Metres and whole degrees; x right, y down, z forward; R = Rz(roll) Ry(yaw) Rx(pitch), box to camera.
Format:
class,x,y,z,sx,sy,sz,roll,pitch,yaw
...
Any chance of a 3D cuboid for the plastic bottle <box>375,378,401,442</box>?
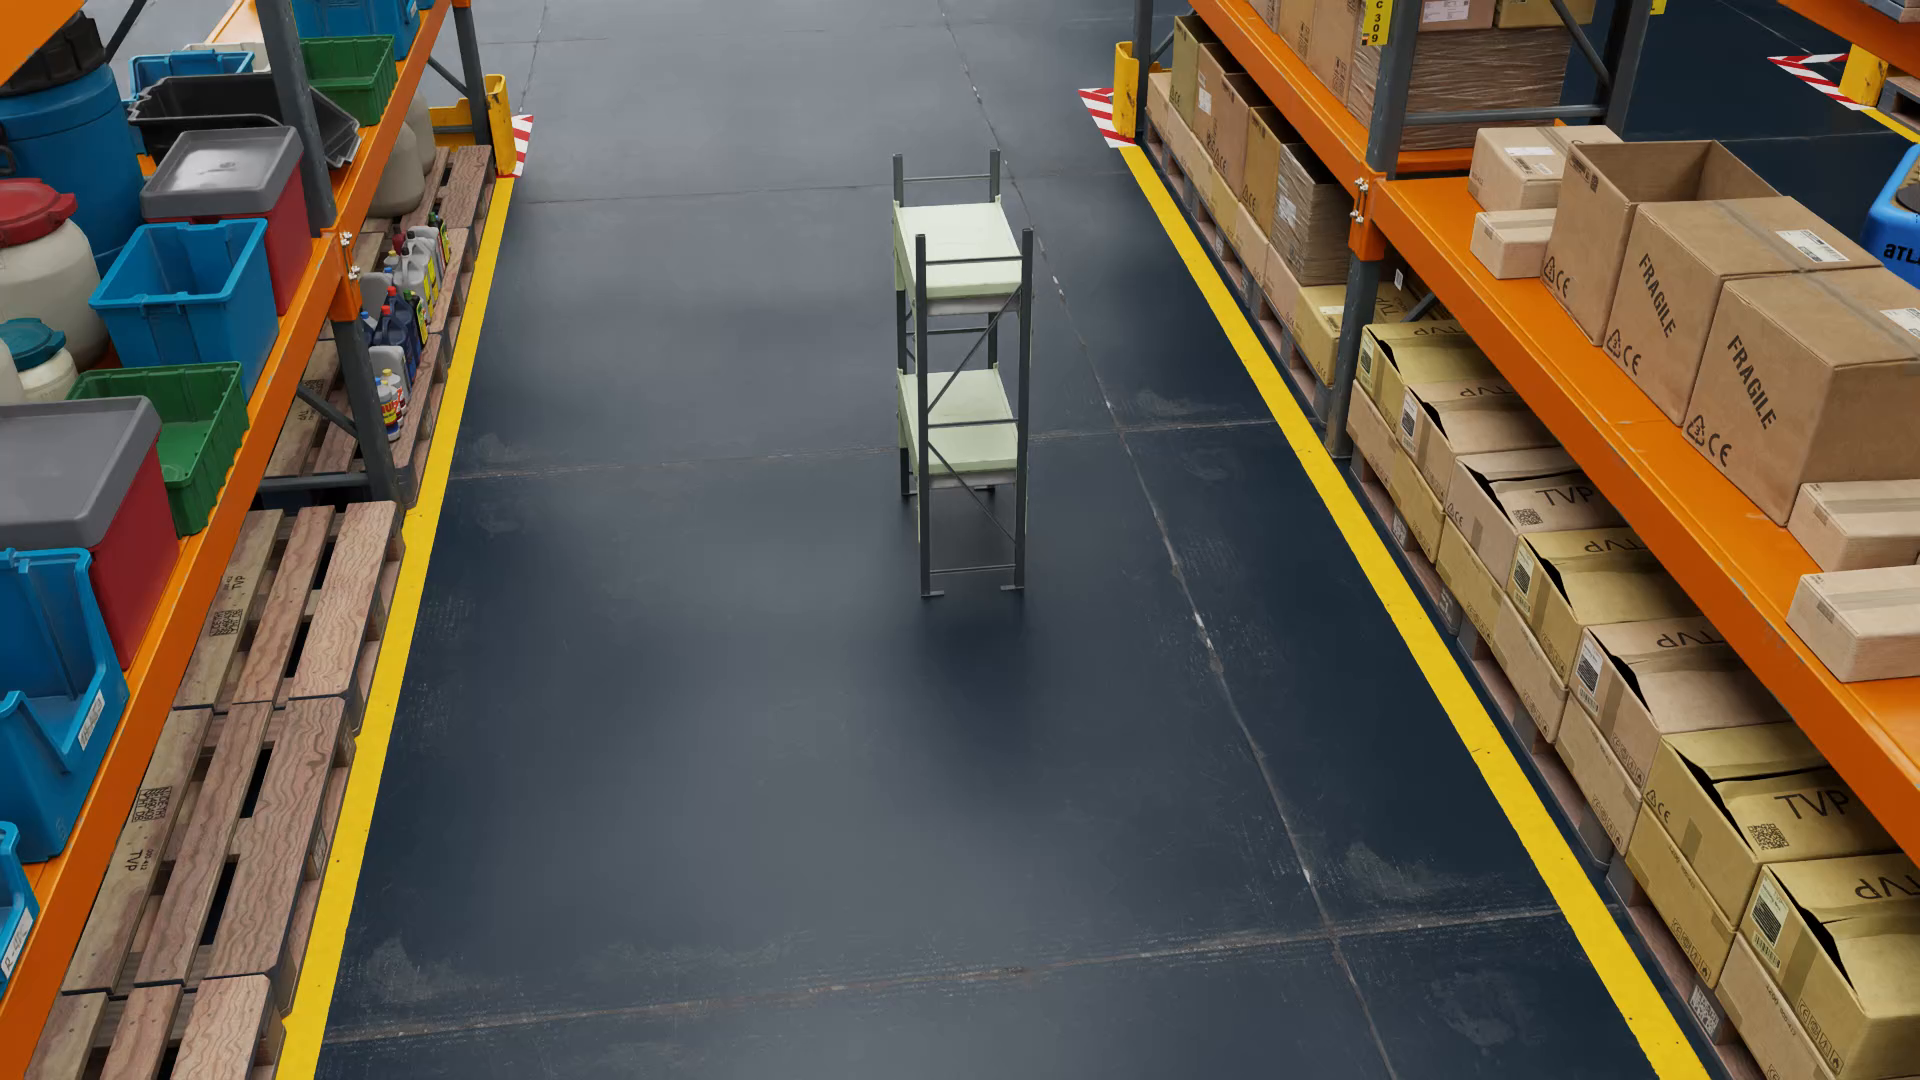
class,x,y,z,sx,sy,sz,roll,pitch,yaw
plastic bottle,-2.405,-0.550,6.925,0.097,0.271,0.097,0,34,0

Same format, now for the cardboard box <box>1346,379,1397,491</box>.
class,x,y,z,sx,sy,sz,roll,pitch,yaw
cardboard box,1.921,-0.451,6.817,0.500,0.250,0.500,-5,35,-8

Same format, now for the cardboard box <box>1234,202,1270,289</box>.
class,x,y,z,sx,sy,sz,roll,pitch,yaw
cardboard box,1.694,-1.495,8.349,0.500,0.250,0.500,-4,35,-6

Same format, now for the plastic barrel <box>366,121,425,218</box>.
class,x,y,z,sx,sy,sz,roll,pitch,yaw
plastic barrel,-3.103,-2.021,8.888,0.421,0.512,0.421,0,34,0

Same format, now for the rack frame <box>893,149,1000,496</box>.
class,x,y,z,sx,sy,sz,roll,pitch,yaw
rack frame,-0.050,-0.828,6.633,0.400,1.500,0.023,-4,35,-6

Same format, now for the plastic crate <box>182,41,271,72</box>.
class,x,y,z,sx,sy,sz,roll,pitch,yaw
plastic crate,-3.266,-2.063,7.347,0.530,0.136,0.437,-4,35,-6

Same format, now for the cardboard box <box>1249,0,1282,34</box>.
class,x,y,z,sx,sy,sz,roll,pitch,yaw
cardboard box,1.836,-2.806,8.115,0.700,0.500,0.500,-3,34,-5

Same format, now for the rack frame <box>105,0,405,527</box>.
class,x,y,z,sx,sy,sz,roll,pitch,yaw
rack frame,-2.796,-1.285,5.971,1.000,3.000,0.127,-4,35,-6

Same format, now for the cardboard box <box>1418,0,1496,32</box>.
class,x,y,z,sx,sy,sz,roll,pitch,yaw
cardboard box,1.864,-2.103,6.507,0.380,0.149,0.250,-4,35,-6

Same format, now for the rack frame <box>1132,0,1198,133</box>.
class,x,y,z,sx,sy,sz,roll,pitch,yaw
rack frame,1.575,-3.890,9.794,1.000,3.000,0.127,-4,35,-6

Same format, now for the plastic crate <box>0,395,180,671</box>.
class,x,y,z,sx,sy,sz,roll,pitch,yaw
plastic crate,-2.172,-0.004,4.035,0.402,0.464,0.583,-4,35,-6

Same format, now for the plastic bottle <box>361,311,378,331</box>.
class,x,y,z,sx,sy,sz,roll,pitch,yaw
plastic bottle,-2.633,-0.893,7.428,0.097,0.271,0.097,0,34,0

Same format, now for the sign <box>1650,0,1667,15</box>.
class,x,y,z,sx,sy,sz,roll,pitch,yaw
sign,2.649,-2.150,6.283,0.100,0.325,0.005,-4,35,-6

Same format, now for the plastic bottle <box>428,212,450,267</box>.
class,x,y,z,sx,sy,sz,roll,pitch,yaw
plastic bottle,-2.619,-1.521,8.339,0.061,0.283,0.133,-4,34,-5

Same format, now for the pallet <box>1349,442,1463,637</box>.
class,x,y,z,sx,sy,sz,roll,pitch,yaw
pallet,2.250,-0.097,6.705,1.003,0.211,1.213,-4,35,-6

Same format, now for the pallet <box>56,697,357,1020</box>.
class,x,y,z,sx,sy,sz,roll,pitch,yaw
pallet,-2.485,0.985,5.117,1.003,0.211,1.213,-4,35,-6

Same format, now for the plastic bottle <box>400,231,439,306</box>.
class,x,y,z,sx,sy,sz,roll,pitch,yaw
plastic bottle,-2.601,-1.300,7.956,0.144,0.351,0.185,-3,34,-4

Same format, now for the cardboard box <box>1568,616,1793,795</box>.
class,x,y,z,sx,sy,sz,roll,pitch,yaw
cardboard box,2.195,0.460,4.982,0.500,0.311,0.500,-5,35,-7

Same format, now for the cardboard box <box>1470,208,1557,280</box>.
class,x,y,z,sx,sy,sz,roll,pitch,yaw
cardboard box,2.029,-1.044,5.841,0.380,0.149,0.250,-4,35,-6

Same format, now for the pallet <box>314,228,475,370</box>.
class,x,y,z,sx,sy,sz,roll,pitch,yaw
pallet,-3.013,-1.193,8.312,1.003,0.211,1.213,-4,35,-6

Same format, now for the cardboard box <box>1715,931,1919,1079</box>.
class,x,y,z,sx,sy,sz,roll,pitch,yaw
cardboard box,2.338,1.262,4.303,0.500,0.250,0.500,-4,34,-5

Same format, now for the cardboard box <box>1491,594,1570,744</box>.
class,x,y,z,sx,sy,sz,roll,pitch,yaw
cardboard box,2.129,0.407,5.558,0.500,0.250,0.500,-4,34,-5

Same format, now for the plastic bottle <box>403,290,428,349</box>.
class,x,y,z,sx,sy,sz,roll,pitch,yaw
plastic bottle,-2.500,-1.026,7.614,0.061,0.283,0.133,-3,34,-4

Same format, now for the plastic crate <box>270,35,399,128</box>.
class,x,y,z,sx,sy,sz,roll,pitch,yaw
plastic crate,-2.699,-1.976,7.174,0.450,0.188,0.662,-4,35,-6

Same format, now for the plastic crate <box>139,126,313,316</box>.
class,x,y,z,sx,sy,sz,roll,pitch,yaw
plastic crate,-2.428,-1.064,5.591,0.402,0.464,0.583,-4,35,-6

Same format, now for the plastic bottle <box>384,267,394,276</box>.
class,x,y,z,sx,sy,sz,roll,pitch,yaw
plastic bottle,-2.715,-1.205,7.948,0.097,0.201,0.097,0,34,0

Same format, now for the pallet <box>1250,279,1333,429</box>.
class,x,y,z,sx,sy,sz,roll,pitch,yaw
pallet,2.047,-0.952,7.960,1.003,0.211,1.213,-4,35,-6

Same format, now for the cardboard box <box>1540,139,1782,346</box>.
class,x,y,z,sx,sy,sz,roll,pitch,yaw
cardboard box,2.271,-0.975,5.429,0.500,0.500,0.500,-2,34,-3

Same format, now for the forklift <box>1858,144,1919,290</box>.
class,x,y,z,sx,sy,sz,roll,pitch,yaw
forklift,5.255,-1.433,6.251,3.031,2.935,1.130,22,40,29

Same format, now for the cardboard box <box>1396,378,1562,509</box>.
class,x,y,z,sx,sy,sz,roll,pitch,yaw
cardboard box,1.983,-0.397,6.240,0.500,0.311,0.500,-5,35,-7

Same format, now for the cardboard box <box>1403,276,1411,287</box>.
class,x,y,z,sx,sy,sz,roll,pitch,yaw
cardboard box,2.288,-1.256,7.998,0.500,0.250,0.500,-4,35,-6

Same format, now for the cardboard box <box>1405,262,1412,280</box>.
class,x,y,z,sx,sy,sz,roll,pitch,yaw
cardboard box,2.285,-1.566,7.787,0.500,0.500,0.500,-4,35,-6

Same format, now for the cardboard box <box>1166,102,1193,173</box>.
class,x,y,z,sx,sy,sz,roll,pitch,yaw
cardboard box,1.497,-2.332,9.577,0.500,0.250,0.500,-4,35,-6

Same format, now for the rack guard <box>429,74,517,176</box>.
class,x,y,z,sx,sy,sz,roll,pitch,yaw
rack guard,-3.277,-2.445,9.894,1.175,0.500,0.348,-4,35,-6

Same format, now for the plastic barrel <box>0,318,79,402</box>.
class,x,y,z,sx,sy,sz,roll,pitch,yaw
plastic barrel,-2.770,-0.477,4.910,0.301,0.262,0.301,0,34,0

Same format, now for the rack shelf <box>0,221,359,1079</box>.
class,x,y,z,sx,sy,sz,roll,pitch,yaw
rack shelf,-2.527,0.129,4.536,1.077,0.370,4.000,-4,35,-6

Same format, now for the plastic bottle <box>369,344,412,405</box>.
class,x,y,z,sx,sy,sz,roll,pitch,yaw
plastic bottle,-2.475,-0.730,7.186,0.152,0.276,0.135,-3,34,-5

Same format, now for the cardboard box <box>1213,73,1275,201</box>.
class,x,y,z,sx,sy,sz,roll,pitch,yaw
cardboard box,1.625,-2.084,8.547,0.500,0.500,0.500,-4,35,-6

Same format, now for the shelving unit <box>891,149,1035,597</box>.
class,x,y,z,sx,sy,sz,roll,pitch,yaw
shelving unit,-0.001,-0.623,6.333,0.431,1.500,0.755,-4,35,-6

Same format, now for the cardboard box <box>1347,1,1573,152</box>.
class,x,y,z,sx,sy,sz,roll,pitch,yaw
cardboard box,2.047,-1.946,6.853,0.700,0.500,0.500,-5,35,-8

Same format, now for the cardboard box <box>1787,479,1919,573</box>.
class,x,y,z,sx,sy,sz,roll,pitch,yaw
cardboard box,2.423,-0.029,4.352,0.380,0.149,0.250,-2,34,-3
